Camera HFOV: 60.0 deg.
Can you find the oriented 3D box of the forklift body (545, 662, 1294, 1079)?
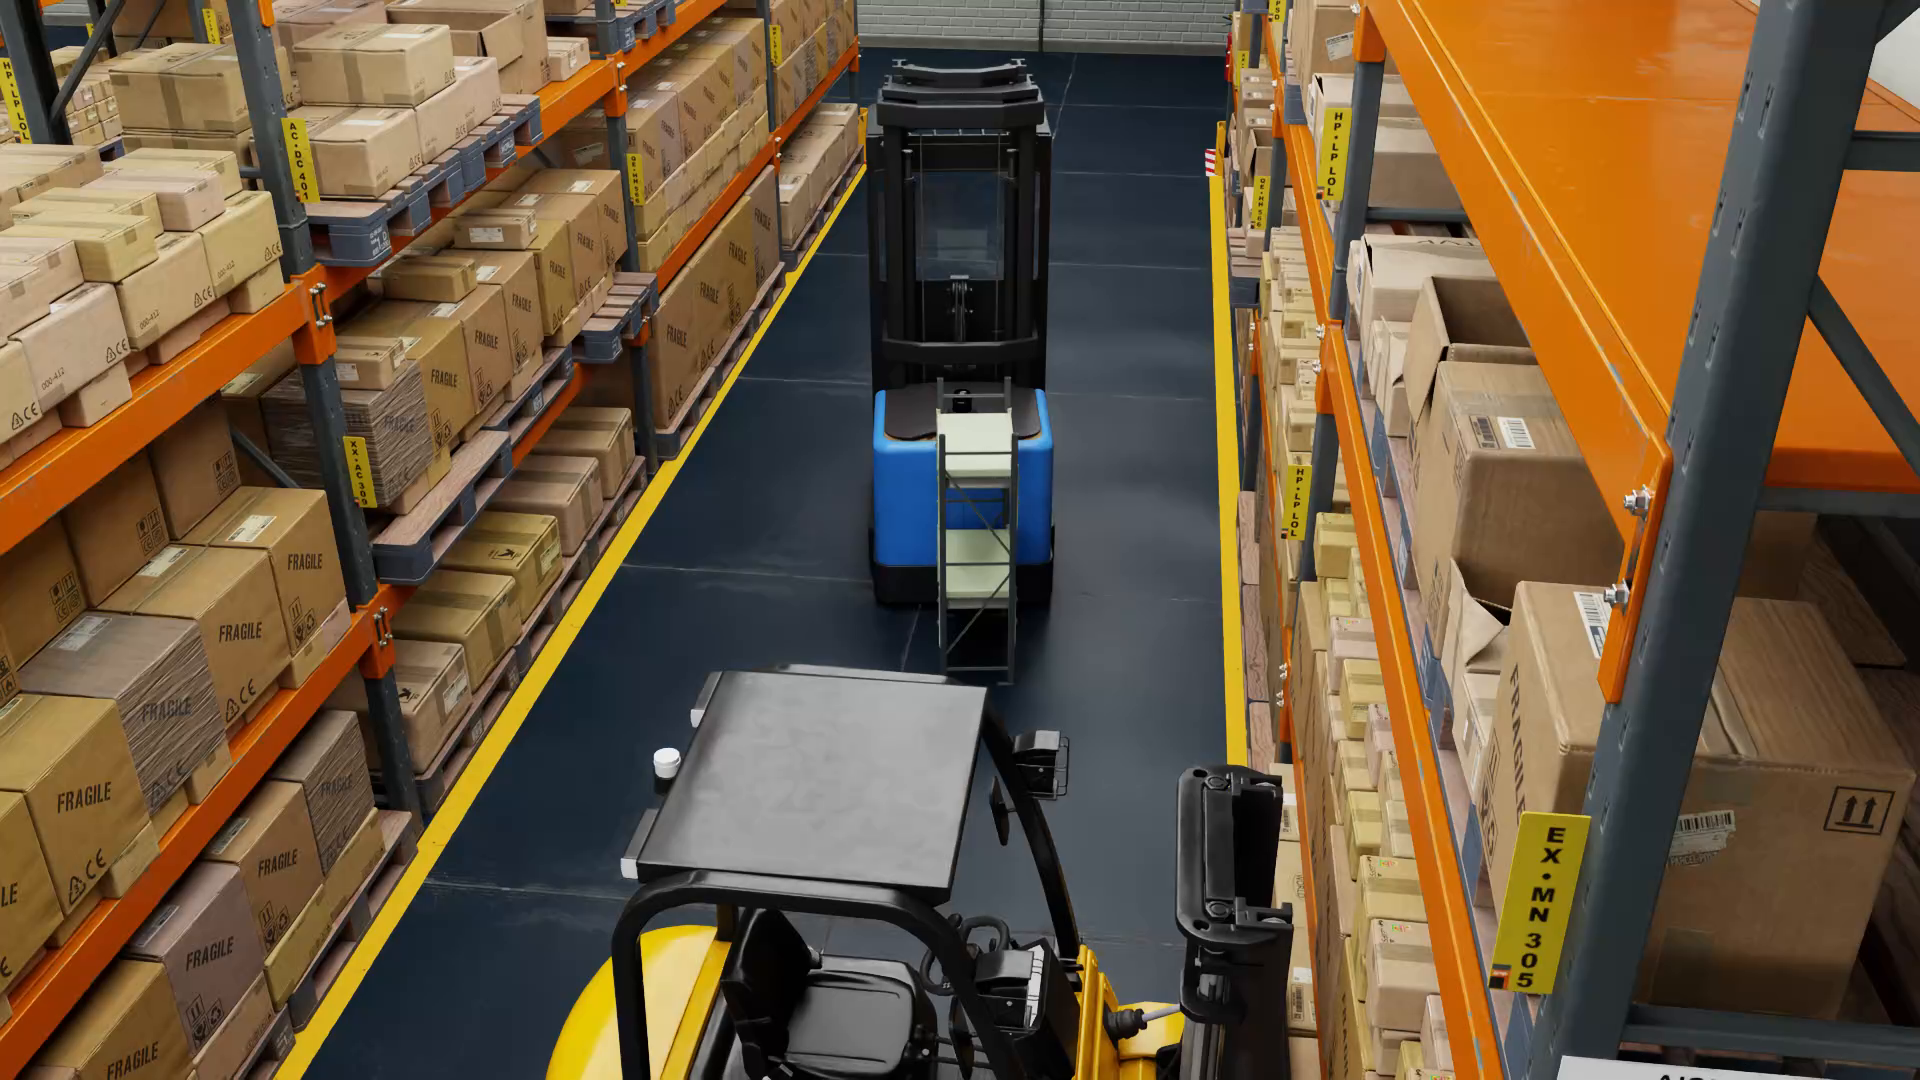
[{"bbox_3d":[-0.208,1.614,5.278,2.313,2.155,1.214,3,28,6],"label":"forklift body"}]

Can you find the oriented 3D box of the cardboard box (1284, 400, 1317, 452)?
[{"bbox_3d":[1.679,-0.513,7.543,0.380,0.149,0.250,2,28,5],"label":"cardboard box"}]

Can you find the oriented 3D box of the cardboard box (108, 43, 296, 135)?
[{"bbox_3d":[-3.121,-1.870,6.877,0.500,0.250,0.500,4,29,7],"label":"cardboard box"}]

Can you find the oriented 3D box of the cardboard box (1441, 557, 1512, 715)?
[{"bbox_3d":[1.202,0.222,3.399,0.396,0.266,0.258,3,29,6],"label":"cardboard box"}]

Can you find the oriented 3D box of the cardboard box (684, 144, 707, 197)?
[{"bbox_3d":[-2.131,-2.669,11.964,0.500,0.250,0.500,3,28,6],"label":"cardboard box"}]

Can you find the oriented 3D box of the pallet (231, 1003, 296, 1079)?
[{"bbox_3d":[-3.260,2.191,6.252,1.003,0.211,1.213,3,28,6],"label":"pallet"}]

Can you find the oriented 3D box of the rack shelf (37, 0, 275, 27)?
[{"bbox_3d":[-2.821,-3.020,7.840,1.077,0.370,4.000,3,28,6],"label":"rack shelf"}]

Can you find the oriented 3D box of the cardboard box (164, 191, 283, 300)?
[{"bbox_3d":[-2.853,-1.092,6.088,0.500,0.250,0.500,3,28,6],"label":"cardboard box"}]

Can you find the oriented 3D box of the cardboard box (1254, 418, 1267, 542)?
[{"bbox_3d":[2.261,-0.373,10.133,0.875,0.625,0.625,4,29,8],"label":"cardboard box"}]

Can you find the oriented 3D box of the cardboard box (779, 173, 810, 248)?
[{"bbox_3d":[-1.902,-3.042,15.285,0.875,0.438,0.875,3,28,5],"label":"cardboard box"}]

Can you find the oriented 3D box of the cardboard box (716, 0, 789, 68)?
[{"bbox_3d":[-1.787,-4.390,14.369,0.500,0.500,0.500,4,29,7],"label":"cardboard box"}]

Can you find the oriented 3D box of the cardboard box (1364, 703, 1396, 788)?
[{"bbox_3d":[1.448,0.639,5.089,0.380,0.149,0.250,3,28,6],"label":"cardboard box"}]

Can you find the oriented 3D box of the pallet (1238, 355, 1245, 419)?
[{"bbox_3d":[2.632,-1.221,12.586,1.003,0.211,1.213,3,28,6],"label":"pallet"}]

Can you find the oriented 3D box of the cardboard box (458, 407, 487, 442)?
[{"bbox_3d":[-2.613,-0.620,8.353,0.380,0.149,0.250,4,29,7],"label":"cardboard box"}]

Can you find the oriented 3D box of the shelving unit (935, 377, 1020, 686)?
[{"bbox_3d":[0.085,-0.044,9.043,0.431,1.500,0.755,-1,28,-1],"label":"shelving unit"}]

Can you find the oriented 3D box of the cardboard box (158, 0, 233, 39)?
[{"bbox_3d":[-6.714,-4.750,14.723,0.500,0.500,0.500,4,29,7],"label":"cardboard box"}]

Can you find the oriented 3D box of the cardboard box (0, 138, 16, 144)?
[{"bbox_3d":[-7.151,-2.847,12.172,0.380,0.149,0.250,3,29,6],"label":"cardboard box"}]

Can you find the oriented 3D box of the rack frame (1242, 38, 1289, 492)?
[{"bbox_3d":[2.351,-1.527,10.213,1.000,3.000,0.127,3,28,6],"label":"rack frame"}]

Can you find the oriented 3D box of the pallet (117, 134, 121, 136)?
[{"bbox_3d":[-7.249,-3.501,14.079,1.003,0.211,1.213,3,28,6],"label":"pallet"}]

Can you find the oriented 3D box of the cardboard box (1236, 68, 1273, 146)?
[{"bbox_3d":[2.560,-3.424,13.186,0.700,0.500,0.500,4,29,7],"label":"cardboard box"}]

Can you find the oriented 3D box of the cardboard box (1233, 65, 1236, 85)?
[{"bbox_3d":[2.811,-4.439,15.885,0.380,0.149,0.250,3,28,5],"label":"cardboard box"}]

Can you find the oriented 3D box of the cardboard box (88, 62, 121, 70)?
[{"bbox_3d":[-6.932,-3.824,13.673,0.380,0.149,0.250,2,28,5],"label":"cardboard box"}]

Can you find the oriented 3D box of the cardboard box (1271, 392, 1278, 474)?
[{"bbox_3d":[1.866,-0.543,8.545,0.500,0.250,0.500,4,29,8],"label":"cardboard box"}]

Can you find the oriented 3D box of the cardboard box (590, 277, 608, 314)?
[{"bbox_3d":[-2.330,-1.468,9.927,0.380,0.149,0.250,3,28,6],"label":"cardboard box"}]

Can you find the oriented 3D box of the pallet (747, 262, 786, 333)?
[{"bbox_3d":[-2.105,-2.101,14.219,1.003,0.211,1.213,3,28,6],"label":"pallet"}]

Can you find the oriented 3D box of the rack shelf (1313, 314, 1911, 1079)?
[{"bbox_3d":[1.616,0.294,4.430,1.077,0.370,4.000,3,28,6],"label":"rack shelf"}]

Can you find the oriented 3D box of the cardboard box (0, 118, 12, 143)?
[{"bbox_3d":[-7.154,-2.962,12.073,0.380,0.149,0.250,2,28,4],"label":"cardboard box"}]

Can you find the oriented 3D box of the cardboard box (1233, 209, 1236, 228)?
[{"bbox_3d":[2.662,-2.838,15.087,0.396,0.266,0.258,4,29,8],"label":"cardboard box"}]

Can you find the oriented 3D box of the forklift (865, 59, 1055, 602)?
[{"bbox_3d":[-0.015,-1.586,10.395,1.130,2.935,3.031,-1,28,-1],"label":"forklift"}]

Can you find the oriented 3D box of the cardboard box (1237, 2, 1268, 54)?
[{"bbox_3d":[2.825,-4.783,15.312,0.500,0.500,0.500,4,29,7],"label":"cardboard box"}]

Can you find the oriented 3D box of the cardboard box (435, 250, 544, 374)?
[{"bbox_3d":[-2.537,-1.205,8.753,0.500,0.500,0.500,2,28,4],"label":"cardboard box"}]

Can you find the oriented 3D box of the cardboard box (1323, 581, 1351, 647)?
[{"bbox_3d":[1.531,0.283,6.064,0.380,0.149,0.250,4,29,7],"label":"cardboard box"}]

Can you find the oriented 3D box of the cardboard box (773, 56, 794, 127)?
[{"bbox_3d":[-1.768,-3.946,14.598,0.500,0.500,0.500,4,29,8],"label":"cardboard box"}]

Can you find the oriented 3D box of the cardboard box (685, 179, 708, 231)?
[{"bbox_3d":[-2.151,-2.452,12.090,0.500,0.250,0.500,4,29,8],"label":"cardboard box"}]

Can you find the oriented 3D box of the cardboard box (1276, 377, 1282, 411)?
[{"bbox_3d":[1.872,-0.763,8.427,0.500,0.250,0.500,4,29,7],"label":"cardboard box"}]

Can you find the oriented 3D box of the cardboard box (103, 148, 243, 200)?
[{"bbox_3d":[-2.888,-1.330,6.109,0.380,0.149,0.250,4,29,7],"label":"cardboard box"}]

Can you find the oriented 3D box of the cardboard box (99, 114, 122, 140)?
[{"bbox_3d":[-6.986,-3.323,13.370,0.380,0.149,0.250,2,28,4],"label":"cardboard box"}]

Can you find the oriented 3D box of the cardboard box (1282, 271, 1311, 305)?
[{"bbox_3d":[1.963,-1.351,9.098,0.380,0.149,0.250,4,29,7],"label":"cardboard box"}]

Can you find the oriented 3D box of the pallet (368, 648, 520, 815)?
[{"bbox_3d":[-2.972,0.931,8.592,1.003,0.211,1.213,3,28,6],"label":"pallet"}]

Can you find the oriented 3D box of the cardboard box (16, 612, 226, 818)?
[{"bbox_3d":[-2.989,0.605,5.837,0.500,0.500,0.500,4,29,8],"label":"cardboard box"}]

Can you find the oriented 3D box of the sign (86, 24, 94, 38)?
[{"bbox_3d":[-7.550,-4.345,14.532,0.100,0.325,0.005,3,28,6],"label":"sign"}]

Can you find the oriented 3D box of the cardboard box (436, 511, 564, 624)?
[{"bbox_3d":[-2.836,0.128,9.469,0.950,0.372,0.625,4,29,8],"label":"cardboard box"}]

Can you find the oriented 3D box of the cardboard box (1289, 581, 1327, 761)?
[{"bbox_3d":[1.547,0.506,6.335,0.500,0.500,0.500,3,28,5],"label":"cardboard box"}]

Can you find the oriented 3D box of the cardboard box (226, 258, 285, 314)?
[{"bbox_3d":[-2.801,-0.974,6.290,0.380,0.149,0.250,3,29,6],"label":"cardboard box"}]

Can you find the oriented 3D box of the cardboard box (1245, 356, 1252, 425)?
[{"bbox_3d":[2.261,-1.058,11.535,0.500,0.500,0.500,3,28,5],"label":"cardboard box"}]

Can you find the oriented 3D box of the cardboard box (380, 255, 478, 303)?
[{"bbox_3d":[-2.626,-1.294,8.236,0.380,0.149,0.250,5,29,9],"label":"cardboard box"}]

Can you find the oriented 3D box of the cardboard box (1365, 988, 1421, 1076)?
[{"bbox_3d":[1.257,1.245,4.279,0.380,0.149,0.250,2,28,5],"label":"cardboard box"}]

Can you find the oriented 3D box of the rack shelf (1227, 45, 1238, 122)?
[{"bbox_3d":[3.086,-4.034,15.626,1.077,0.370,4.000,3,28,6],"label":"rack shelf"}]

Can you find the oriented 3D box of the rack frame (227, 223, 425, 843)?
[{"bbox_3d":[-3.066,0.070,7.250,1.000,3.000,0.127,3,28,6],"label":"rack frame"}]

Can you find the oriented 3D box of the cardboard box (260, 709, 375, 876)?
[{"bbox_3d":[-2.872,1.059,7.079,0.500,0.500,0.500,3,28,5],"label":"cardboard box"}]

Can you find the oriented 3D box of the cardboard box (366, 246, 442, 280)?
[{"bbox_3d":[-3.045,-1.244,8.826,0.500,0.500,0.500,2,28,4],"label":"cardboard box"}]

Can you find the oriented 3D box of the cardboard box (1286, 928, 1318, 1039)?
[{"bbox_3d":[1.368,1.626,5.763,0.500,0.250,0.500,4,29,8],"label":"cardboard box"}]

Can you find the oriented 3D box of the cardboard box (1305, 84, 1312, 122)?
[{"bbox_3d":[1.789,-1.981,7.610,0.380,0.149,0.250,3,28,6],"label":"cardboard box"}]

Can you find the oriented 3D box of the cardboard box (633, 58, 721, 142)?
[{"bbox_3d":[-2.078,-3.229,12.214,0.500,0.500,0.500,4,29,7],"label":"cardboard box"}]

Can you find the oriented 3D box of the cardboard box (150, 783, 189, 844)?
[{"bbox_3d":[-2.985,0.946,5.888,0.380,0.149,0.250,3,28,5],"label":"cardboard box"}]

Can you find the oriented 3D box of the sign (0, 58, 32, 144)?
[{"bbox_3d":[-3.617,-1.683,6.380,0.100,0.325,0.005,3,28,6],"label":"sign"}]
